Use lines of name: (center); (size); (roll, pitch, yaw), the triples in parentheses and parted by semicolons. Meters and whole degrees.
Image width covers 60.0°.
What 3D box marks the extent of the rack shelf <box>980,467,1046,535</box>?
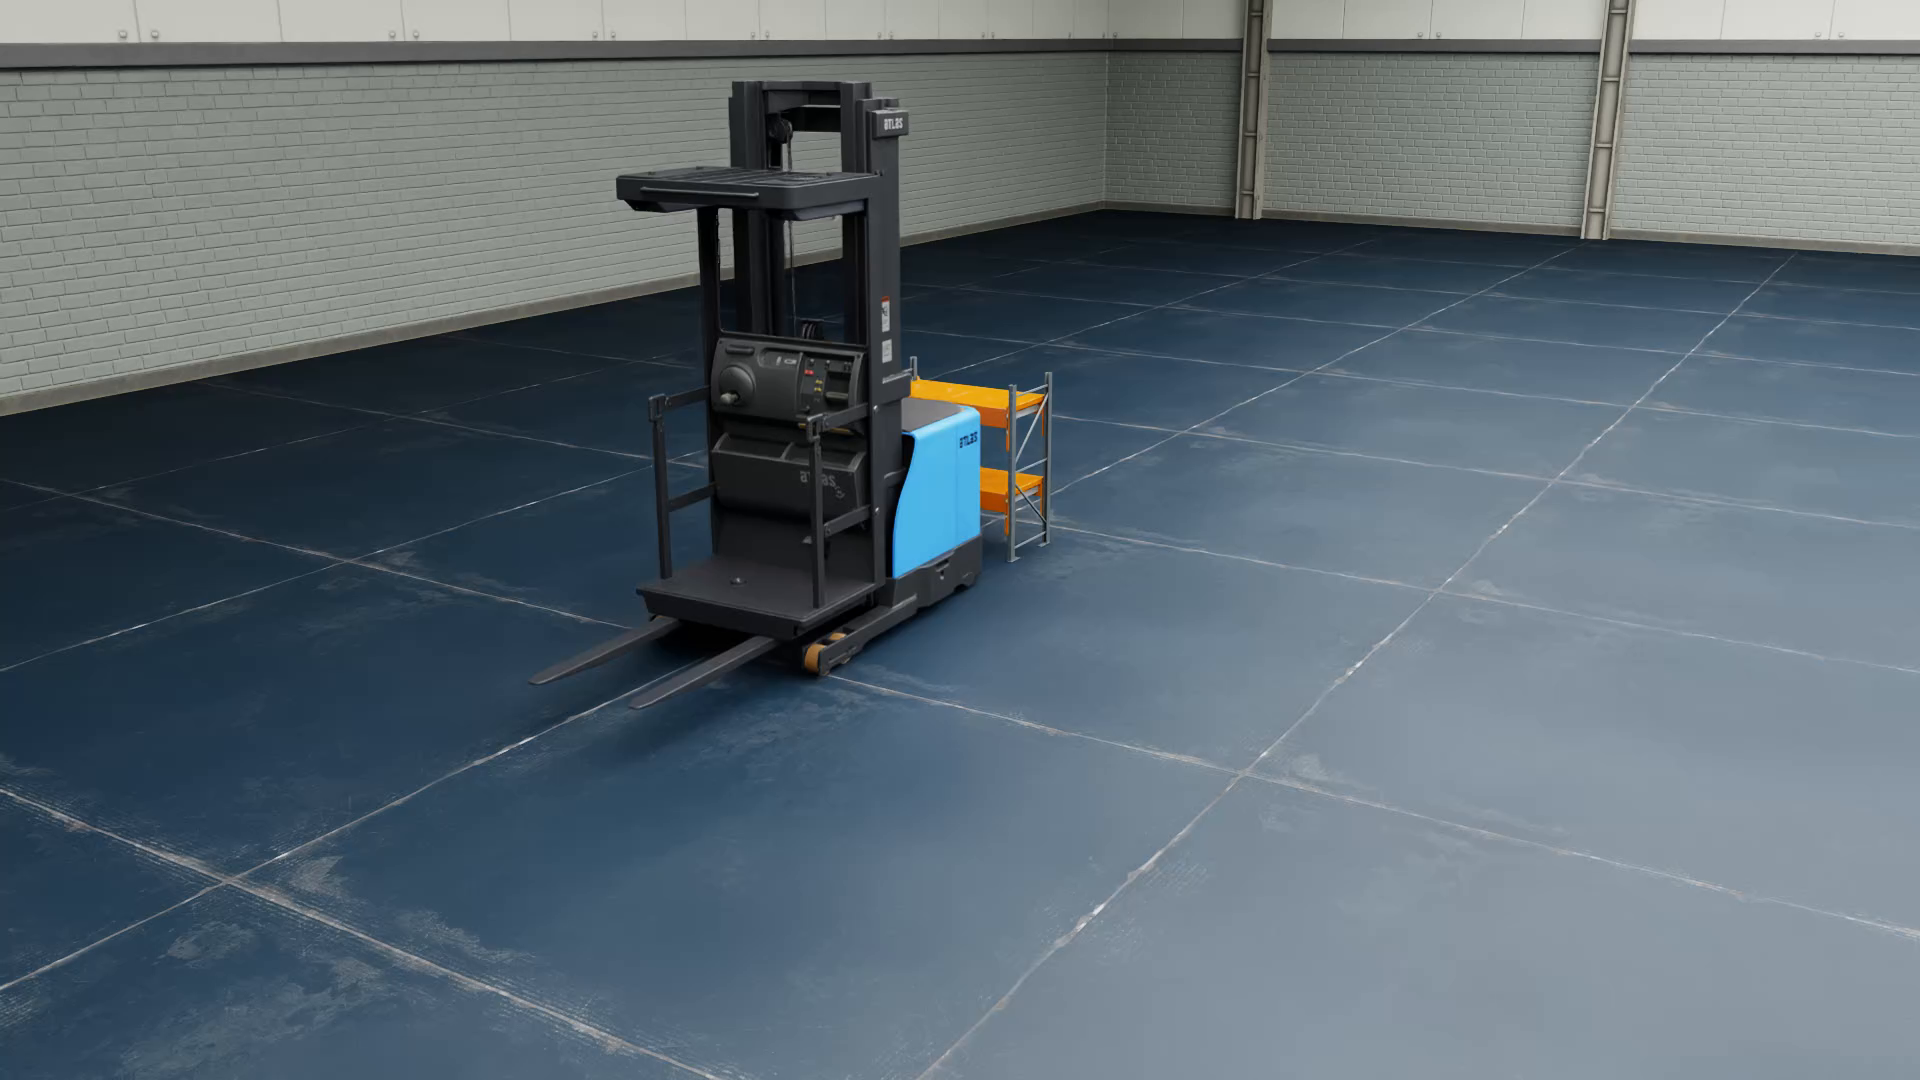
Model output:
rack shelf: (0.006, -0.303, 10.785); (1.000, 0.278, 0.538); (10, 20, 30)

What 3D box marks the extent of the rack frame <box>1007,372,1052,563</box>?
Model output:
rack frame: (0.439, -0.460, 10.460); (0.032, 1.125, 0.500); (10, 20, 30)

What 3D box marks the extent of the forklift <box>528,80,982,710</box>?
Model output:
forklift: (-1.024, -0.851, 8.640); (1.130, 2.935, 3.031); (9, 19, 28)

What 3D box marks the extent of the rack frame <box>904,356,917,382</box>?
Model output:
rack frame: (-0.427, -0.615, 10.969); (0.032, 1.125, 0.500); (10, 20, 30)

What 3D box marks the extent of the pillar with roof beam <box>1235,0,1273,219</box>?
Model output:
pillar with roof beam: (2.954, -9.056, 25.212); (0.400, 9.000, 9.100); (10, 20, 30)

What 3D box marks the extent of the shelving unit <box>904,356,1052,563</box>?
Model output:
shelving unit: (0.006, -0.537, 10.714); (1.048, 1.125, 0.538); (10, 20, 30)

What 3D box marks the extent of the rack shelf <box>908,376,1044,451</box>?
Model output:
rack shelf: (0.006, -0.817, 10.629); (1.000, 0.278, 0.538); (10, 20, 30)

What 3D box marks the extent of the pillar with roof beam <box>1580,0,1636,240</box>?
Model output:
pillar with roof beam: (8.066, -8.143, 22.207); (0.400, 9.000, 9.100); (10, 20, 30)
